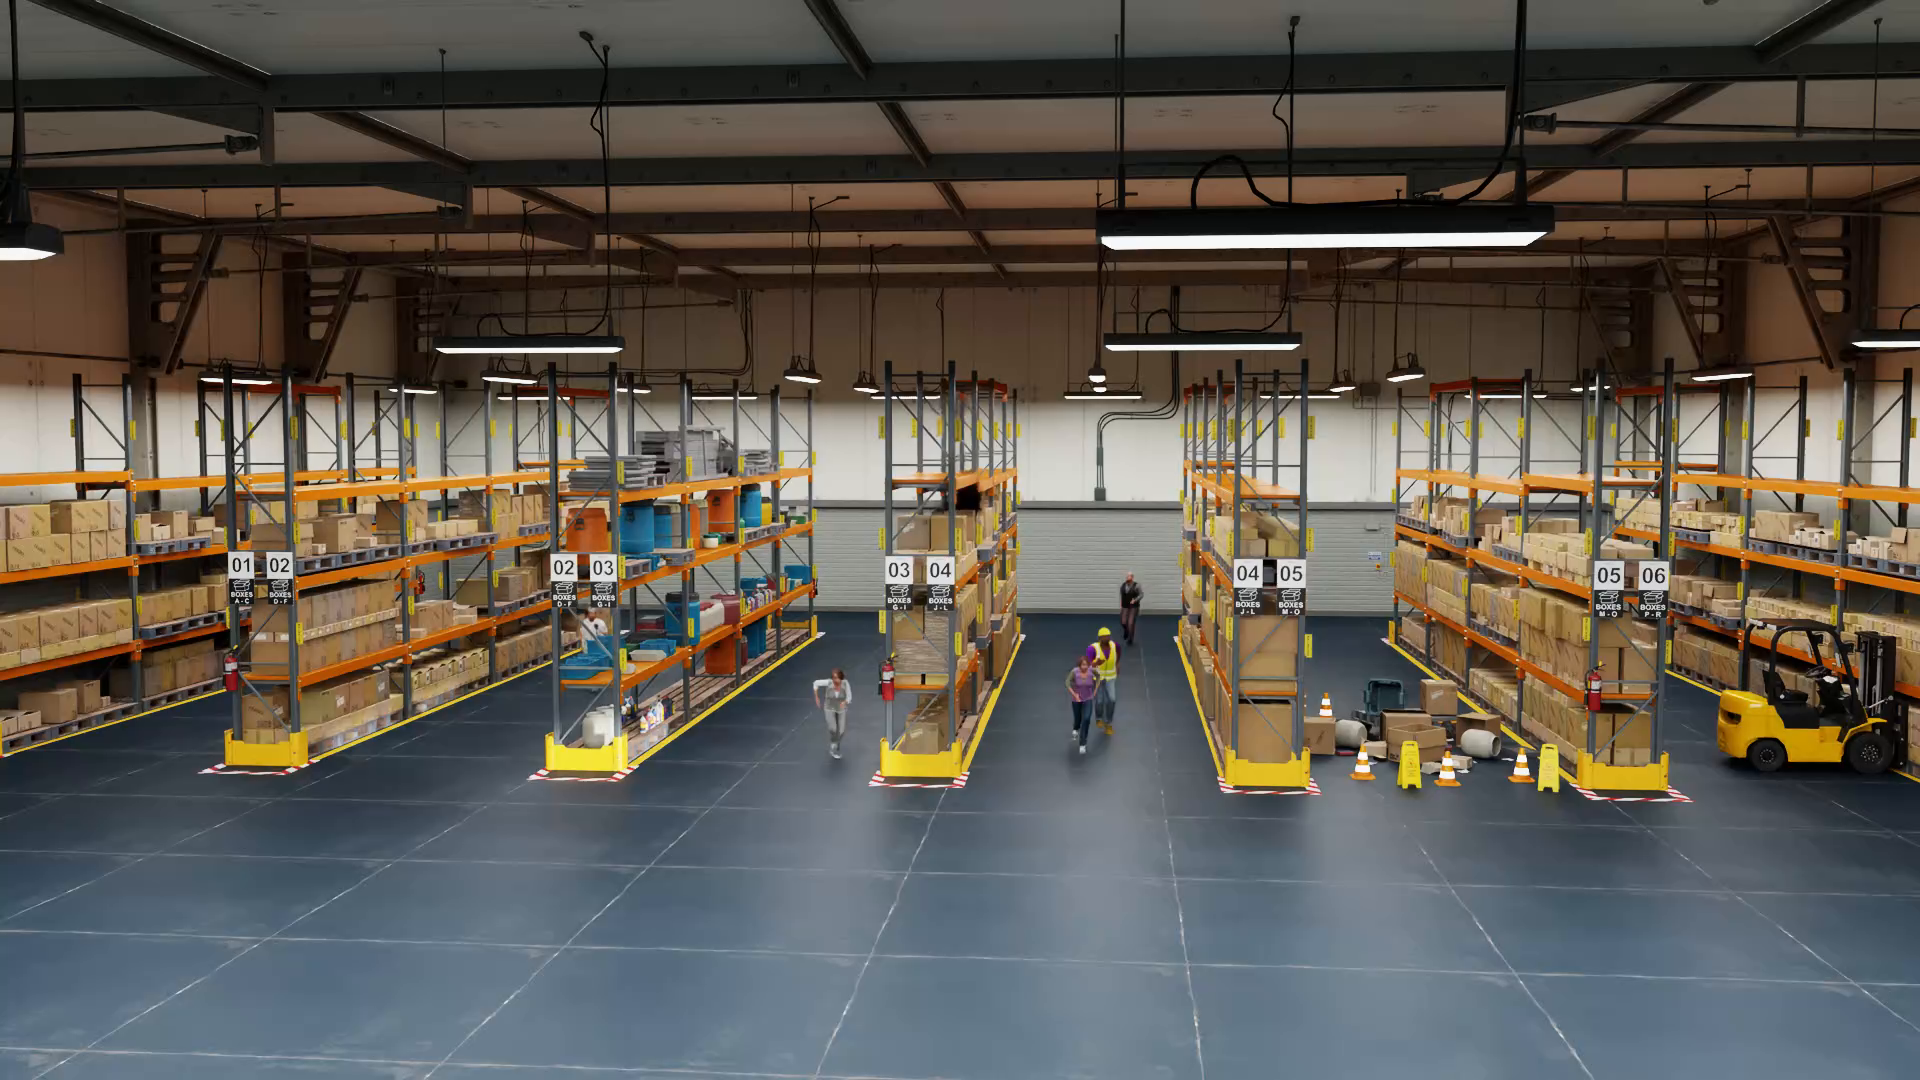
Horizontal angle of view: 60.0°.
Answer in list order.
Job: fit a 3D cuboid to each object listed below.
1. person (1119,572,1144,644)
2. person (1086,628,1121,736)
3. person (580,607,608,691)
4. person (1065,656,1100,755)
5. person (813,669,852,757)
[{"bbox_3d":[3.991,1.598,39.026,0.651,1.693,0.607,2,4,26],"label":"person"},{"bbox_3d":[2.366,2.335,27.433,0.663,1.818,0.824,0,4,-5],"label":"person"},{"bbox_3d":[-7.025,2.097,31.810,0.587,1.621,0.575,0,4,1],"label":"person"},{"bbox_3d":[1.902,2.544,26.102,0.571,1.547,0.916,-1,4,-8],"label":"person"},{"bbox_3d":[-1.928,2.629,25.183,0.565,1.431,0.829,-1,4,-10],"label":"person"}]
